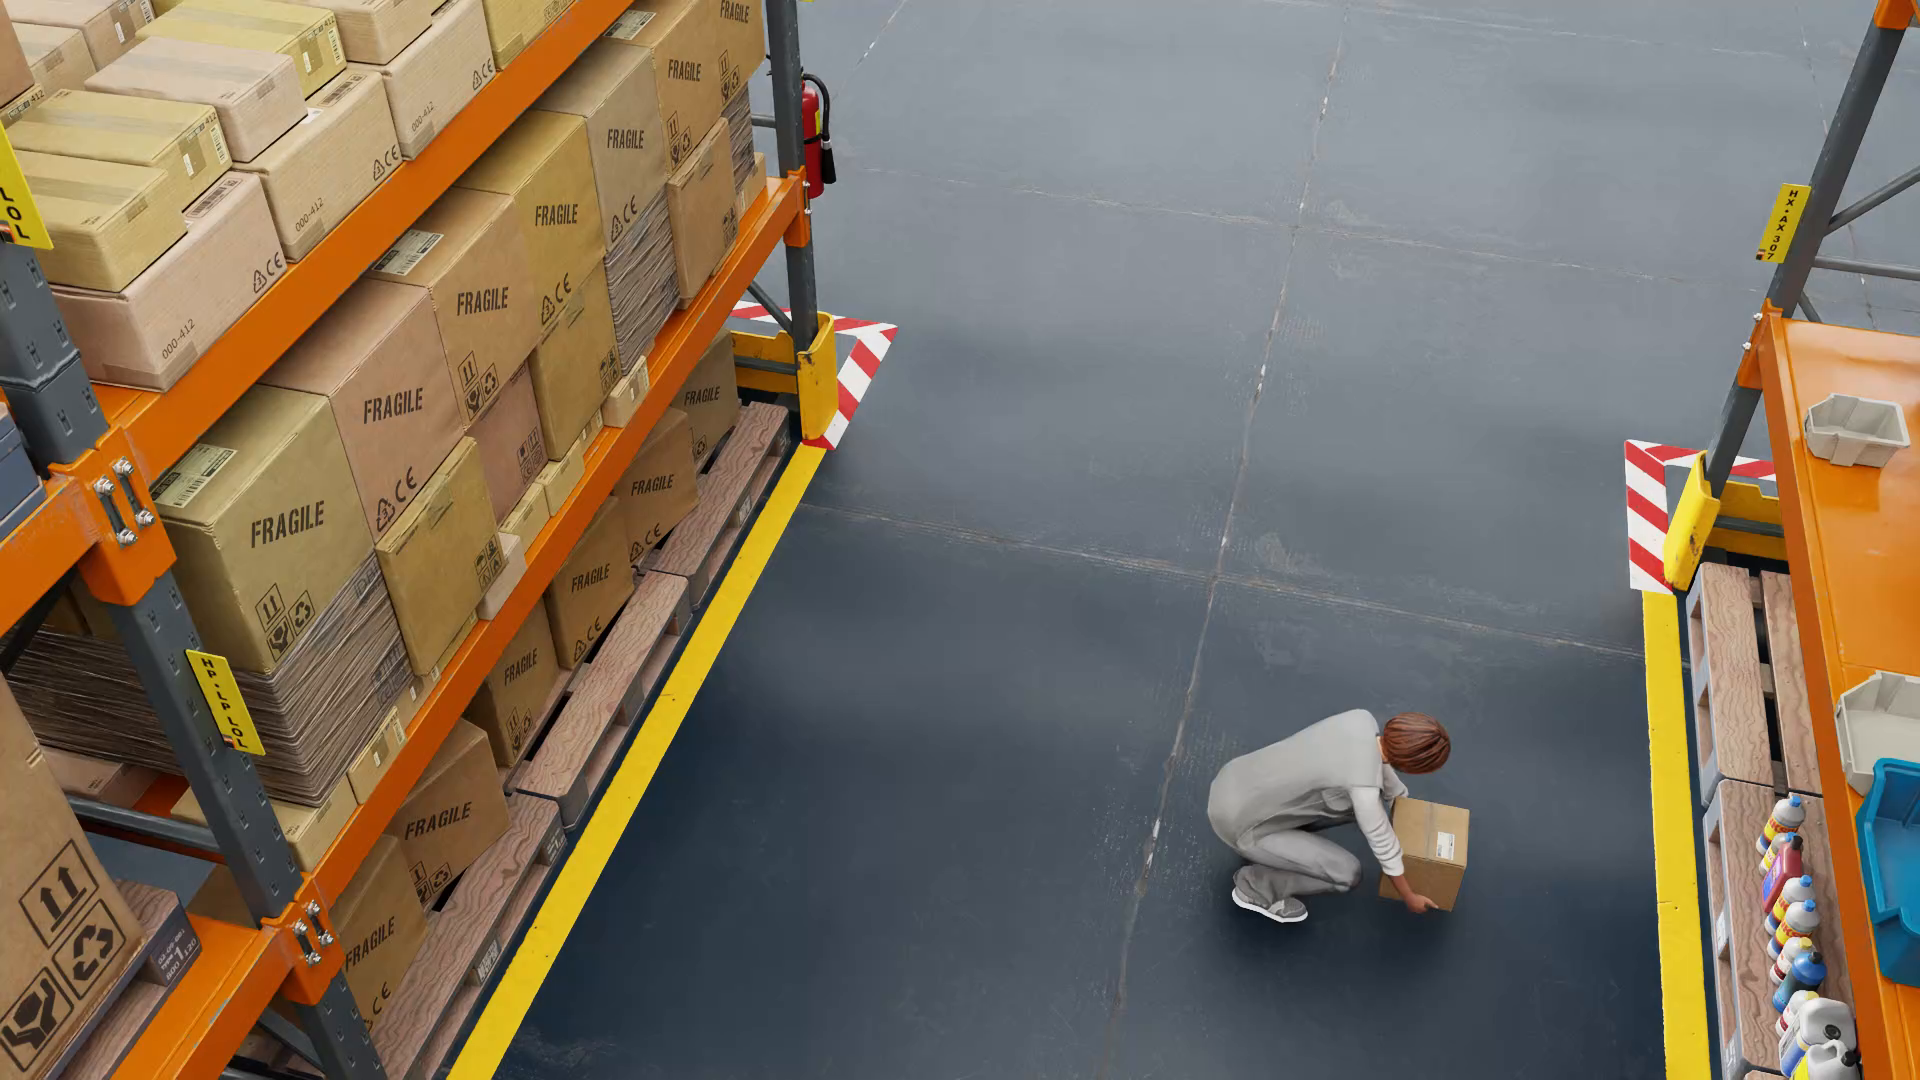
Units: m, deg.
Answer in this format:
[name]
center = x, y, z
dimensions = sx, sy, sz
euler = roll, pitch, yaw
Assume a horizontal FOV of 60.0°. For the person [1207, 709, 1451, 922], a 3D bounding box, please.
[person]
center = 1.260, 0.923, 5.664
dimensions = 0.825, 0.894, 0.425
euler = 9, 42, 10
